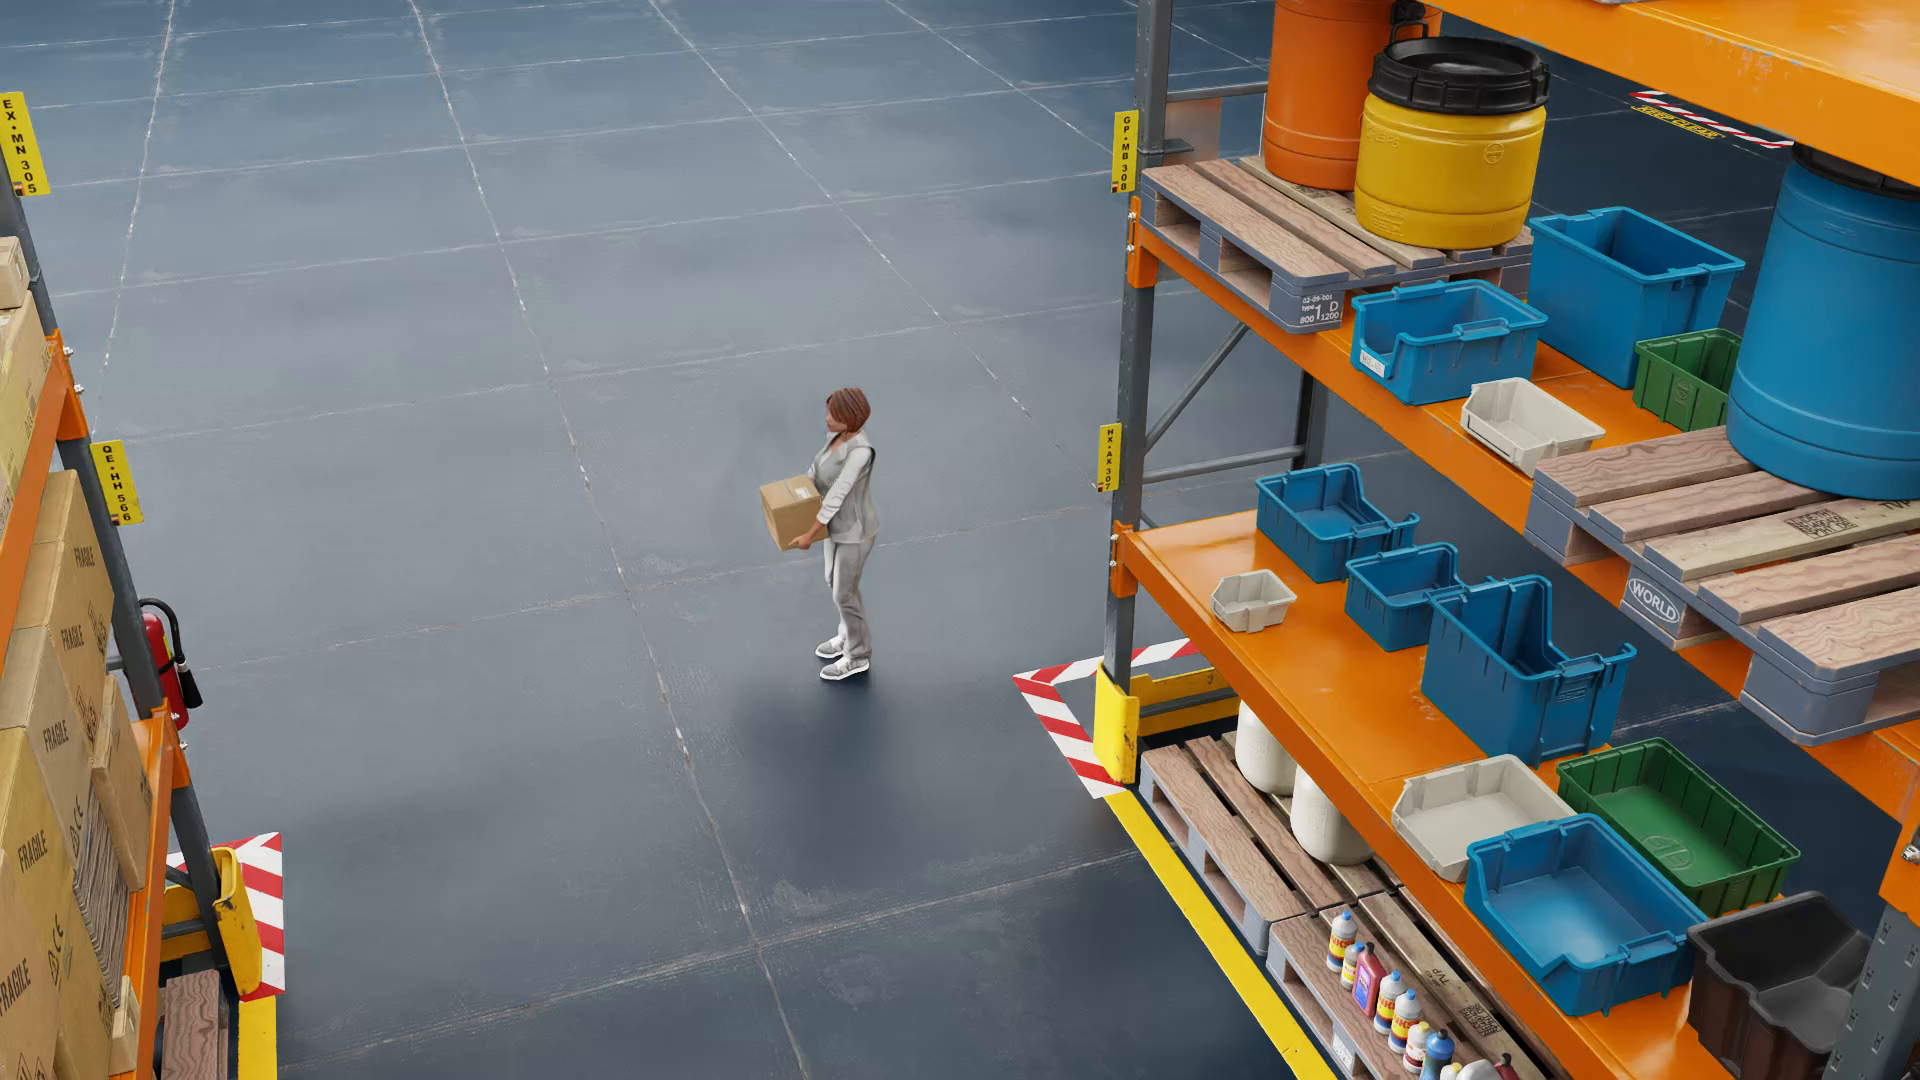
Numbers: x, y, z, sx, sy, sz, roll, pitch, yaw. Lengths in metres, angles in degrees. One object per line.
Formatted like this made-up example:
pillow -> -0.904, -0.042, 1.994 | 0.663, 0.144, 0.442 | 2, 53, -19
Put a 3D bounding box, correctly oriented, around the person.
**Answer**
person -> -0.655, -0.027, 8.394 | 0.498, 1.598, 0.385 | -11, 32, -17
